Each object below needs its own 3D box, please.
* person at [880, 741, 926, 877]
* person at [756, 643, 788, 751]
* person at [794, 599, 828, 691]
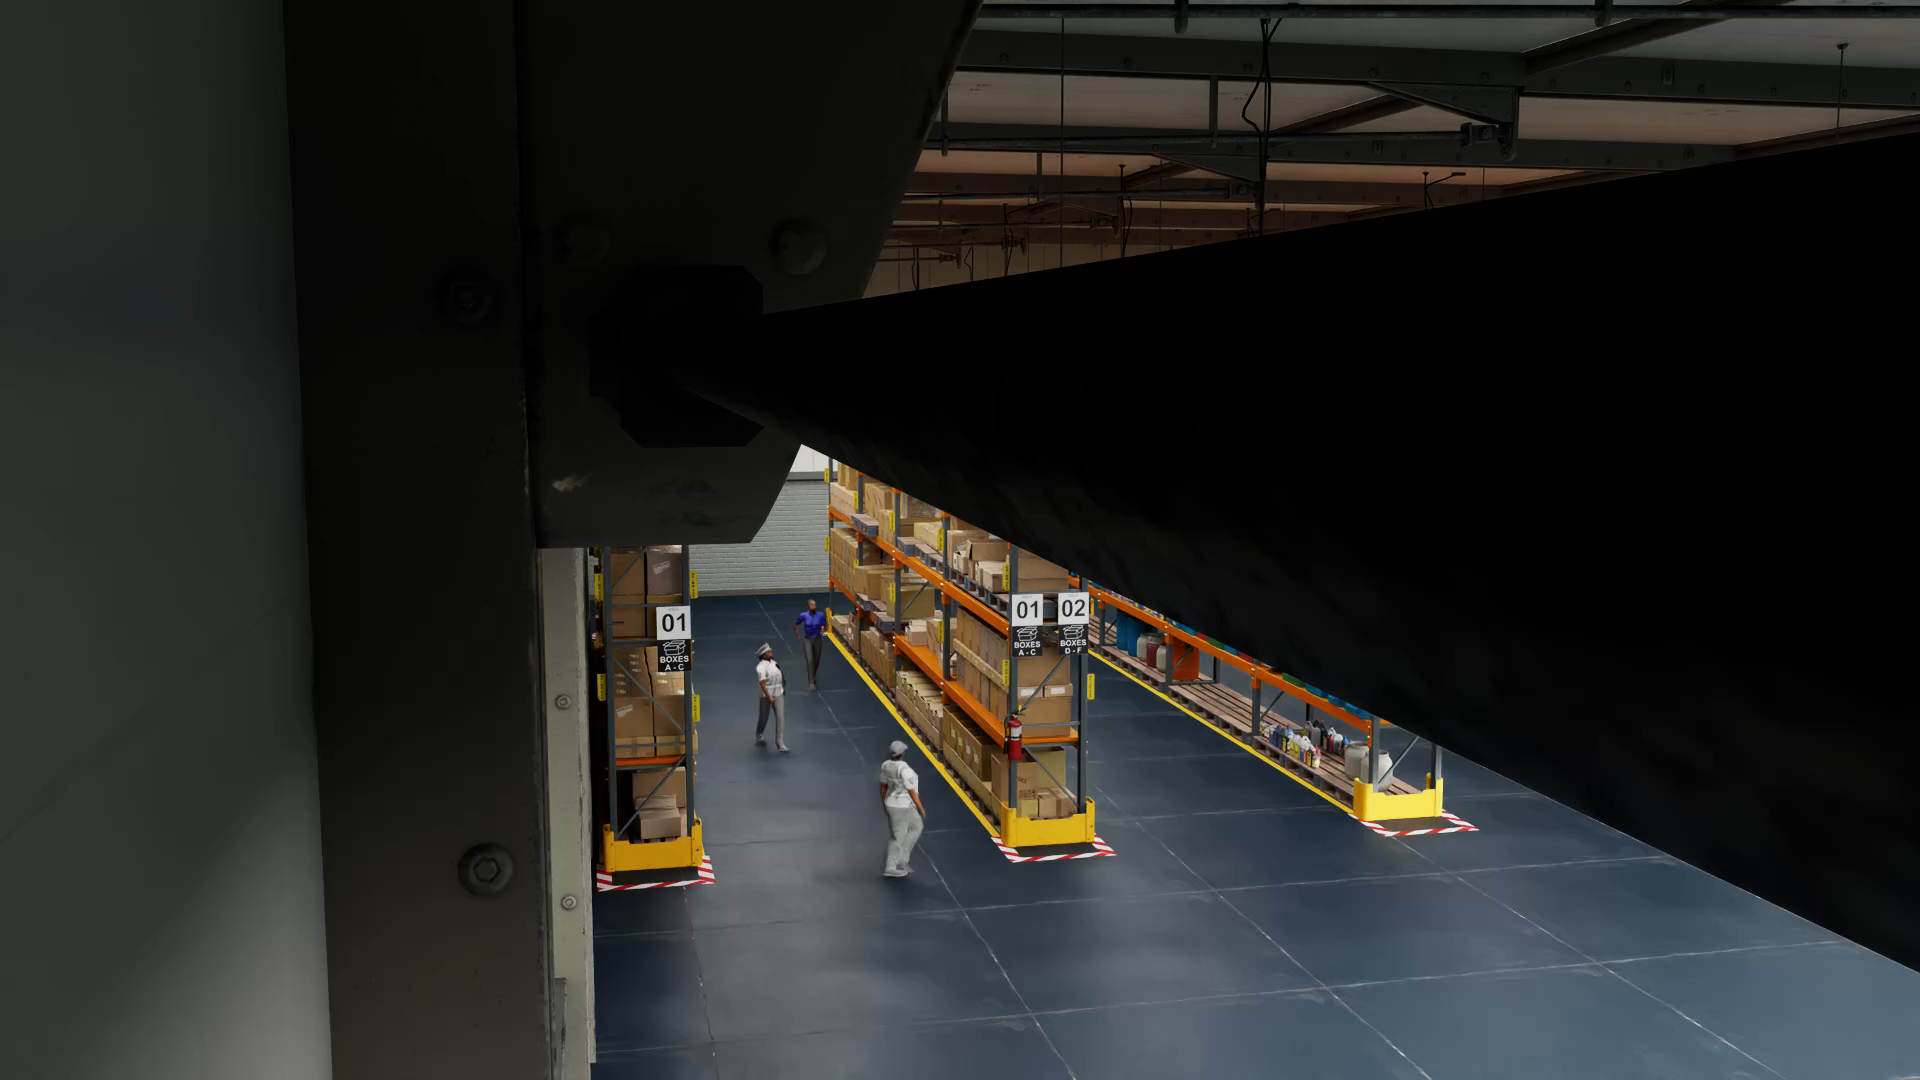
[{"bbox_3d":[-0.673,3.185,19.687,0.535,1.683,0.506,0,7,-3],"label":"person"},{"bbox_3d":[-2.960,2.432,26.027,0.447,1.644,0.964,-2,7,-19],"label":"person"},{"bbox_3d":[-2.711,1.884,30.445,0.628,1.606,1.028,-1,7,-11],"label":"person"}]
